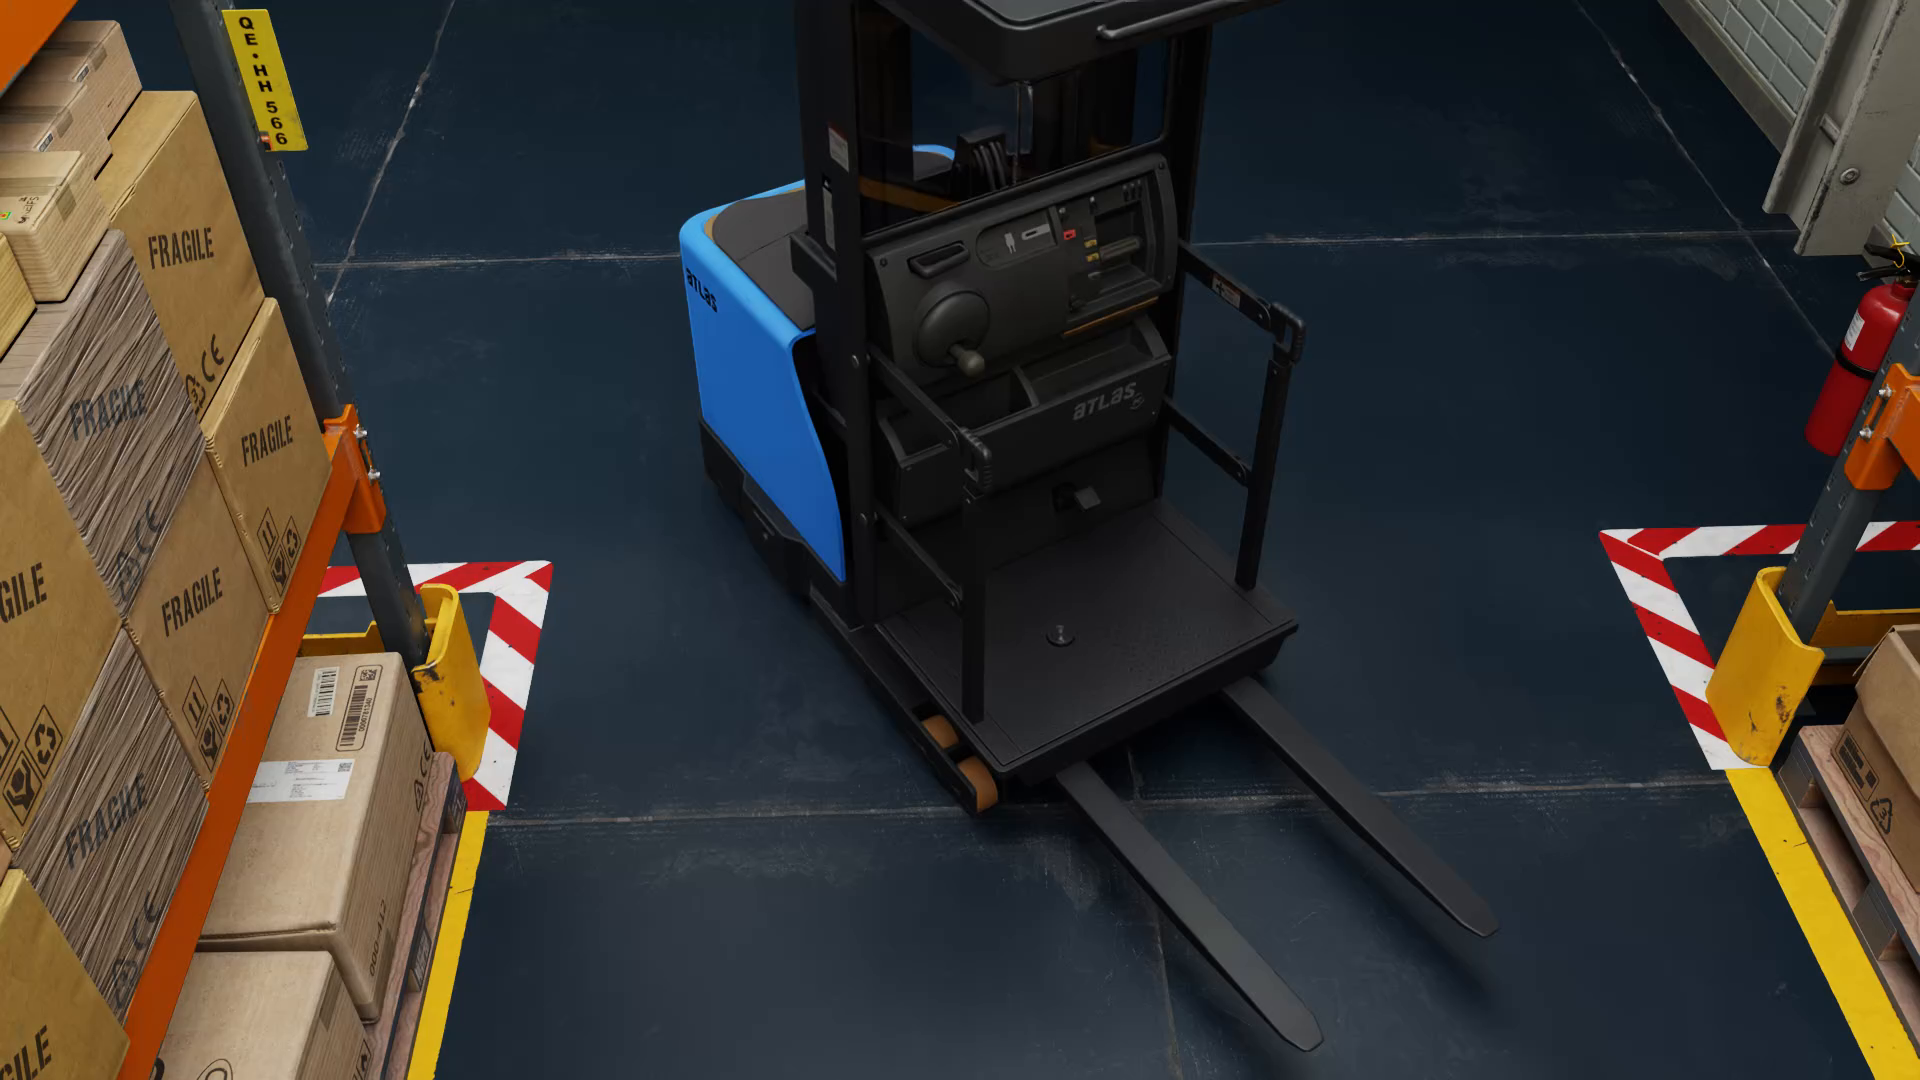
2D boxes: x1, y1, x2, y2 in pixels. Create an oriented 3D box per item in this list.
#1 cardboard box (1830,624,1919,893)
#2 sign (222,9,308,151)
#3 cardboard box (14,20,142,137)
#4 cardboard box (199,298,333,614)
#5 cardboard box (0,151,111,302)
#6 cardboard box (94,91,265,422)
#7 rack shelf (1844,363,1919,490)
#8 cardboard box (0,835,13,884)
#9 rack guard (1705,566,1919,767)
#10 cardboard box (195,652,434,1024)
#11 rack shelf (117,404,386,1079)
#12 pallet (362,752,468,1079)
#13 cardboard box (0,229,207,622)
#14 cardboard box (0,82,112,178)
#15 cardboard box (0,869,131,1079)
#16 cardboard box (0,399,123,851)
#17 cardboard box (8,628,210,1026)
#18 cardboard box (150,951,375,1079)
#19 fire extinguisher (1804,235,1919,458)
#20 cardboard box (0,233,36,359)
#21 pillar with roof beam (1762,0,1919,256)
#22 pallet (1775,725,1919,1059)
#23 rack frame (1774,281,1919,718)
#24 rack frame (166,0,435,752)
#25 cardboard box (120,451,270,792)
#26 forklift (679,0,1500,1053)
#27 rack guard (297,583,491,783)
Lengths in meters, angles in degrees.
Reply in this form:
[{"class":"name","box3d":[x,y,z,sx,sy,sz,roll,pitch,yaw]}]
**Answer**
[{"class":"cardboard box","box3d":[2.855,0.574,4.440,0.797,0.503,0.637,-3,43,-3]},{"class":"sign","box3d":[-1.492,-0.982,3.569,0.100,0.325,0.005,-2,43,-2]},{"class":"cardboard box","box3d":[-1.820,-0.870,3.185,0.380,0.149,0.250,-1,43,-1]},{"class":"cardboard box","box3d":[-1.750,-0.181,3.653,0.500,0.500,0.500,-1,43,-2]},{"class":"cardboard box","box3d":[-1.690,-0.527,2.811,0.380,0.149,0.250,-2,43,-2]},{"class":"cardboard box","box3d":[-1.777,-0.549,3.315,0.500,0.500,0.500,0,43,0]},{"class":"rack shelf","box3d":[3.009,1.009,2.962,1.077,0.370,4.000,-2,43,-2]},{"class":"cardboard box","box3d":[-1.688,0.477,2.196,0.500,0.500,0.500,-2,43,-2]},{"class":"rack guard","box3d":[2.927,0.366,4.981,1.175,0.500,0.348,-2,43,-2]},{"class":"cardboard box","box3d":[-1.907,0.771,4.275,0.875,0.438,0.875,-3,43,-3]},{"class":"rack shelf","box3d":[-1.950,1.154,2.804,1.077,0.370,4.000,-2,43,-2]},{"class":"pallet","box3d":[-1.923,1.104,4.390,1.003,0.211,1.213,-2,43,-2]},{"class":"cardboard box","box3d":[-1.725,-0.197,2.931,0.500,0.500,0.500,-2,43,-2]},{"class":"cardboard box","box3d":[-1.785,-0.699,2.999,0.380,0.149,0.250,-1,43,-1]},{"class":"cardboard box","box3d":[-1.677,0.854,2.525,0.500,0.500,0.500,0,43,-1]},{"class":"cardboard box","box3d":[-1.708,0.137,2.566,0.500,0.500,0.500,-2,43,-2]},{"class":"cardboard box","box3d":[-1.712,0.506,2.905,0.500,0.500,0.500,-1,43,-1]},{"class":"cardboard box","box3d":[-1.860,1.388,3.601,0.875,0.438,0.875,-1,43,-1]},{"class":"fire extinguisher","box3d":[2.456,-0.527,4.438,0.296,0.674,0.183,-2,43,-2]},{"class":"cardboard box","box3d":[-1.720,-0.356,2.625,0.380,0.149,0.250,-1,43,-1]},{"class":"pillar with roof beam","box3d":[-0.591,-4.541,4.044,9.100,9.000,0.400,-2,43,-2]},{"class":"pallet","box3d":[2.962,1.011,4.491,1.003,0.211,1.213,-2,43,-2]},{"class":"rack frame","box3d":[2.924,-0.607,4.192,1.000,3.000,0.127,-2,43,-2]},{"class":"rack frame","box3d":[-2.035,-0.462,4.034,1.000,3.000,0.127,-2,43,-2]},{"class":"cardboard box","box3d":[-1.744,0.159,3.283,0.500,0.500,0.500,-2,43,-3]},{"class":"forklift","box3d":[0.308,-0.648,4.288,1.130,2.935,3.031,-23,47,-23]},{"class":"rack guard","box3d":[-2.036,0.443,4.896,1.175,0.500,0.348,-2,43,-2]}]
